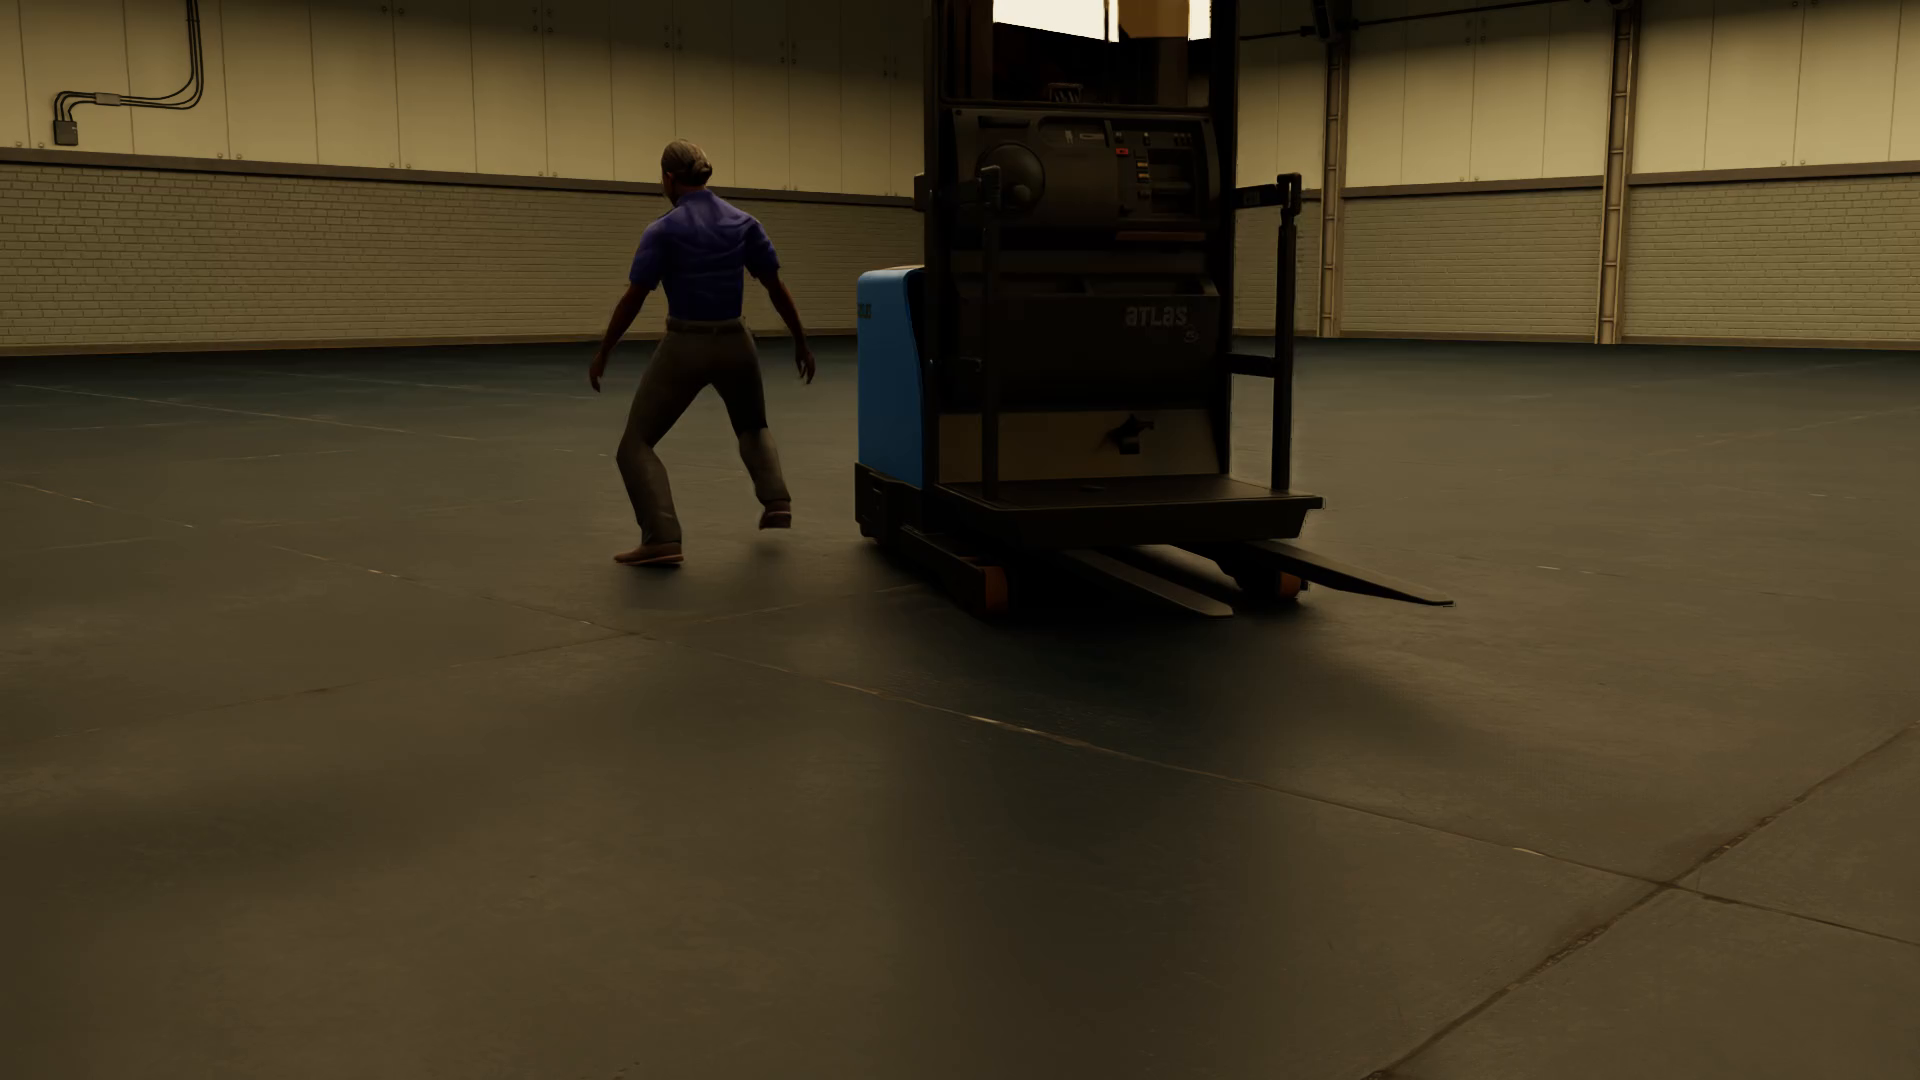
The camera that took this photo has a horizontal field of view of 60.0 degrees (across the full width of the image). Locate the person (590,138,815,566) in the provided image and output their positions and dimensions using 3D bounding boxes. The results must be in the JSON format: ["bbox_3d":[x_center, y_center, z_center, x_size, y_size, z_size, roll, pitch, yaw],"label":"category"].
[{"bbox_3d":[-0.961,-0.700,6.265,0.836,1.555,0.521,-4,9,-25],"label":"person"}]

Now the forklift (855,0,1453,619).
[{"bbox_3d":[0.488,-1.275,5.339,1.130,2.935,3.031,-3,9,-17],"label":"forklift"}]
